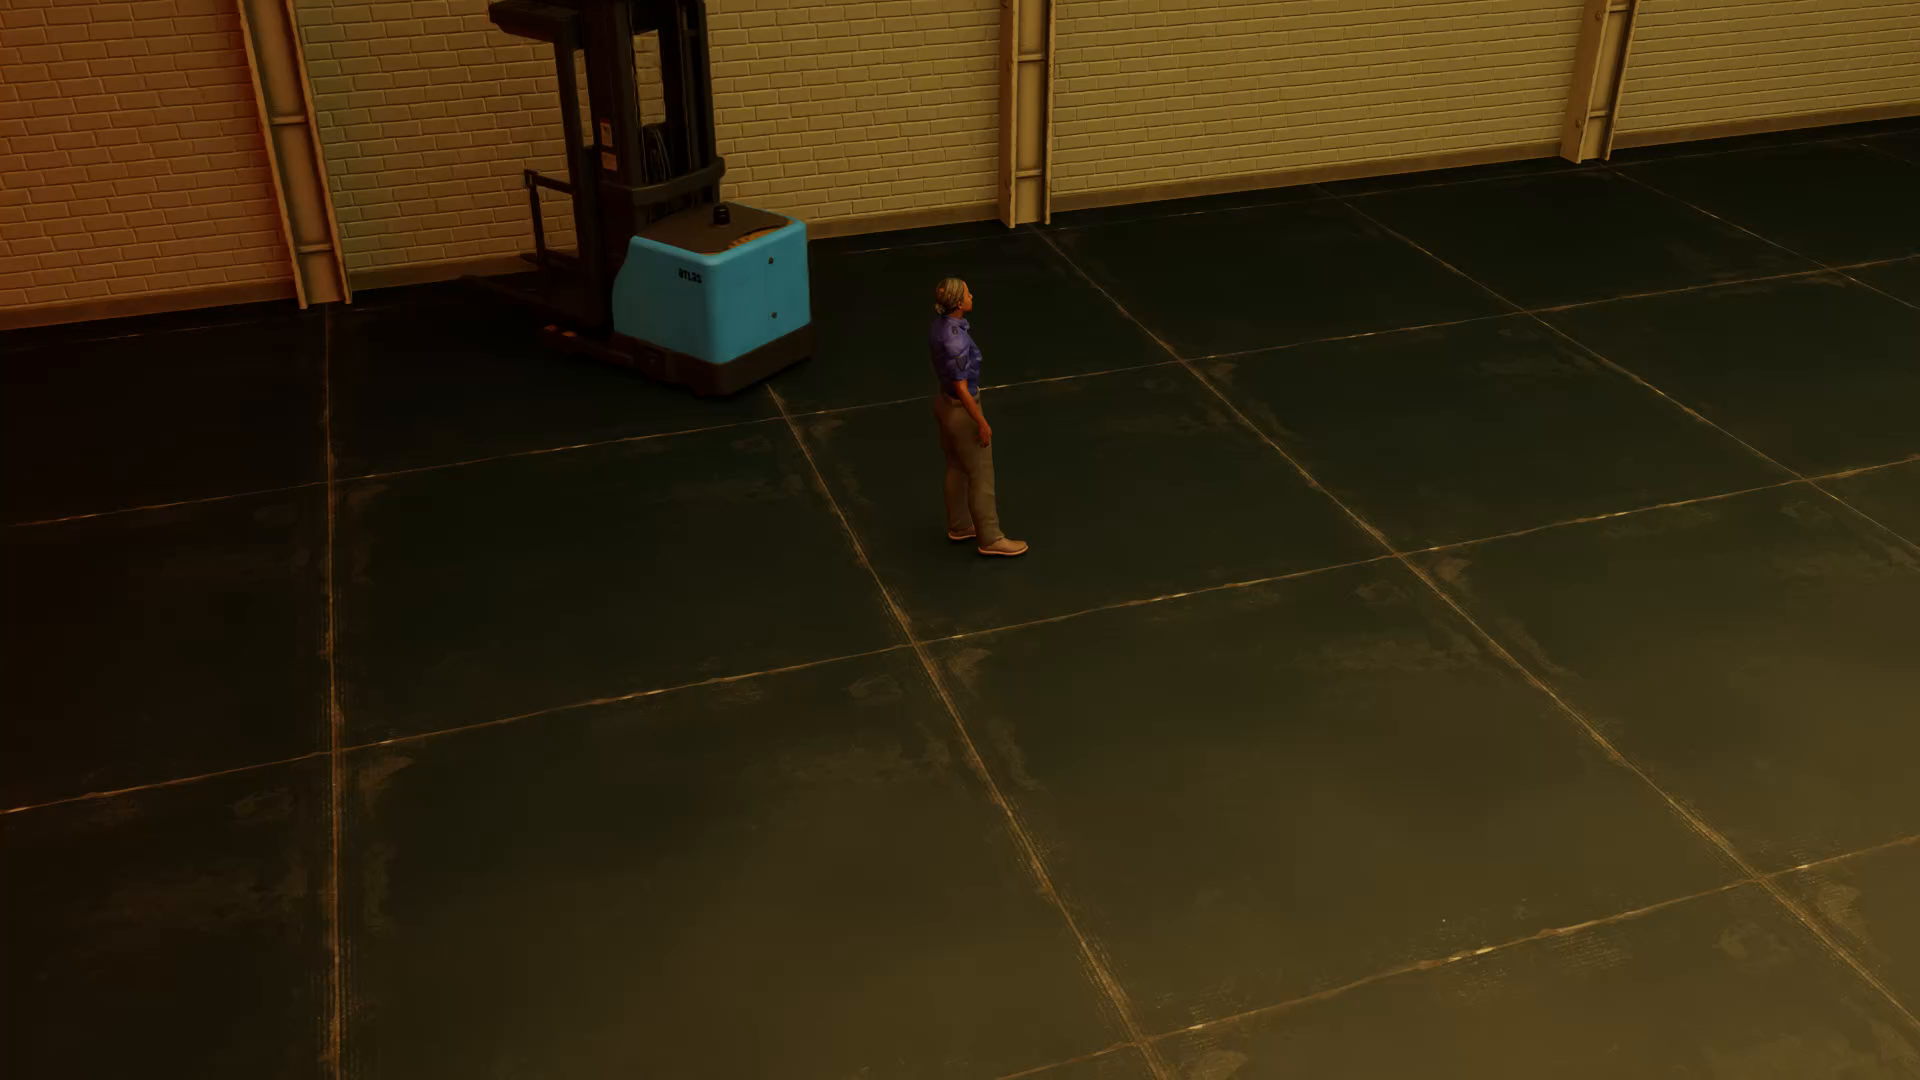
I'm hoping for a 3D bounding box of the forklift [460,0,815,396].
[{"bbox_3d":[-2.563,-2.855,12.048,3.031,2.935,1.130,20,36,31],"label":"forklift"}]

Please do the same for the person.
[{"bbox_3d":[0.089,-0.728,9.617,0.504,1.654,0.569,-10,31,-16],"label":"person"}]
